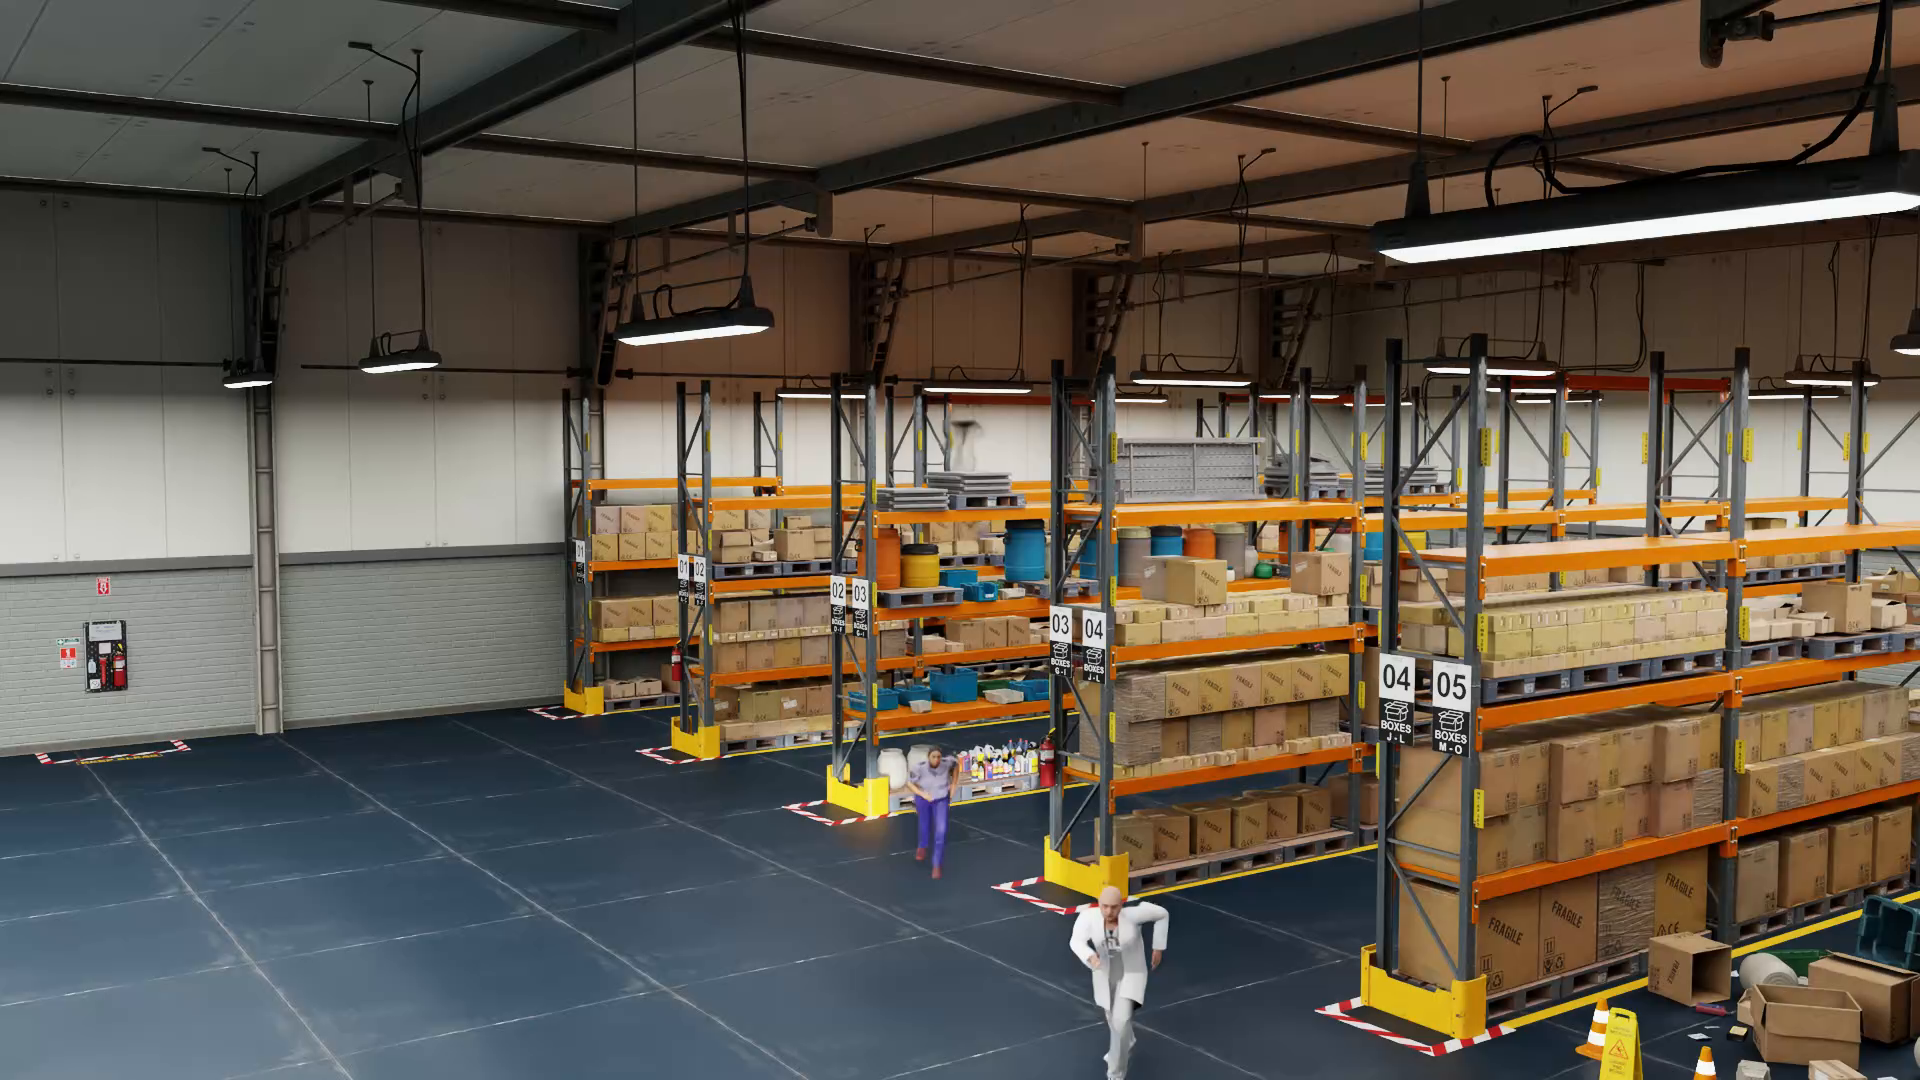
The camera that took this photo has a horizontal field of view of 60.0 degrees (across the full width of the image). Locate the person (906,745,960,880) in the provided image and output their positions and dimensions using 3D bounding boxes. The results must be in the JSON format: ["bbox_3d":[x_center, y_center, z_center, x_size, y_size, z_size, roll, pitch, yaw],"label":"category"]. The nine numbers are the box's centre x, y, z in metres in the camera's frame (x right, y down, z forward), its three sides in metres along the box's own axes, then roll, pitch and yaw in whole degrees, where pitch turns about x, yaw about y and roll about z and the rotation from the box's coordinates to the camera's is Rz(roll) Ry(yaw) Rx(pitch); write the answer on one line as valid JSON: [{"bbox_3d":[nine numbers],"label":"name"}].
[{"bbox_3d":[-0.338,3.164,19.656,0.649,1.588,0.960,-1,4,-11],"label":"person"}]

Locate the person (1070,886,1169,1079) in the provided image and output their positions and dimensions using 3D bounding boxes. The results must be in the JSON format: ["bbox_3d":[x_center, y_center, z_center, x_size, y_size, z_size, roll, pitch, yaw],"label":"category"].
[{"bbox_3d":[1.278,3.510,13.179,0.753,1.737,1.072,1,4,16],"label":"person"}]

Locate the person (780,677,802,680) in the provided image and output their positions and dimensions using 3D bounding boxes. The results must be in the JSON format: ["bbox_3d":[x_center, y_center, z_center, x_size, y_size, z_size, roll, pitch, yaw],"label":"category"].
[{"bbox_3d":[-3.012,2.380,30.023,0.604,1.746,0.665,-2,4,-33],"label":"person"}]
